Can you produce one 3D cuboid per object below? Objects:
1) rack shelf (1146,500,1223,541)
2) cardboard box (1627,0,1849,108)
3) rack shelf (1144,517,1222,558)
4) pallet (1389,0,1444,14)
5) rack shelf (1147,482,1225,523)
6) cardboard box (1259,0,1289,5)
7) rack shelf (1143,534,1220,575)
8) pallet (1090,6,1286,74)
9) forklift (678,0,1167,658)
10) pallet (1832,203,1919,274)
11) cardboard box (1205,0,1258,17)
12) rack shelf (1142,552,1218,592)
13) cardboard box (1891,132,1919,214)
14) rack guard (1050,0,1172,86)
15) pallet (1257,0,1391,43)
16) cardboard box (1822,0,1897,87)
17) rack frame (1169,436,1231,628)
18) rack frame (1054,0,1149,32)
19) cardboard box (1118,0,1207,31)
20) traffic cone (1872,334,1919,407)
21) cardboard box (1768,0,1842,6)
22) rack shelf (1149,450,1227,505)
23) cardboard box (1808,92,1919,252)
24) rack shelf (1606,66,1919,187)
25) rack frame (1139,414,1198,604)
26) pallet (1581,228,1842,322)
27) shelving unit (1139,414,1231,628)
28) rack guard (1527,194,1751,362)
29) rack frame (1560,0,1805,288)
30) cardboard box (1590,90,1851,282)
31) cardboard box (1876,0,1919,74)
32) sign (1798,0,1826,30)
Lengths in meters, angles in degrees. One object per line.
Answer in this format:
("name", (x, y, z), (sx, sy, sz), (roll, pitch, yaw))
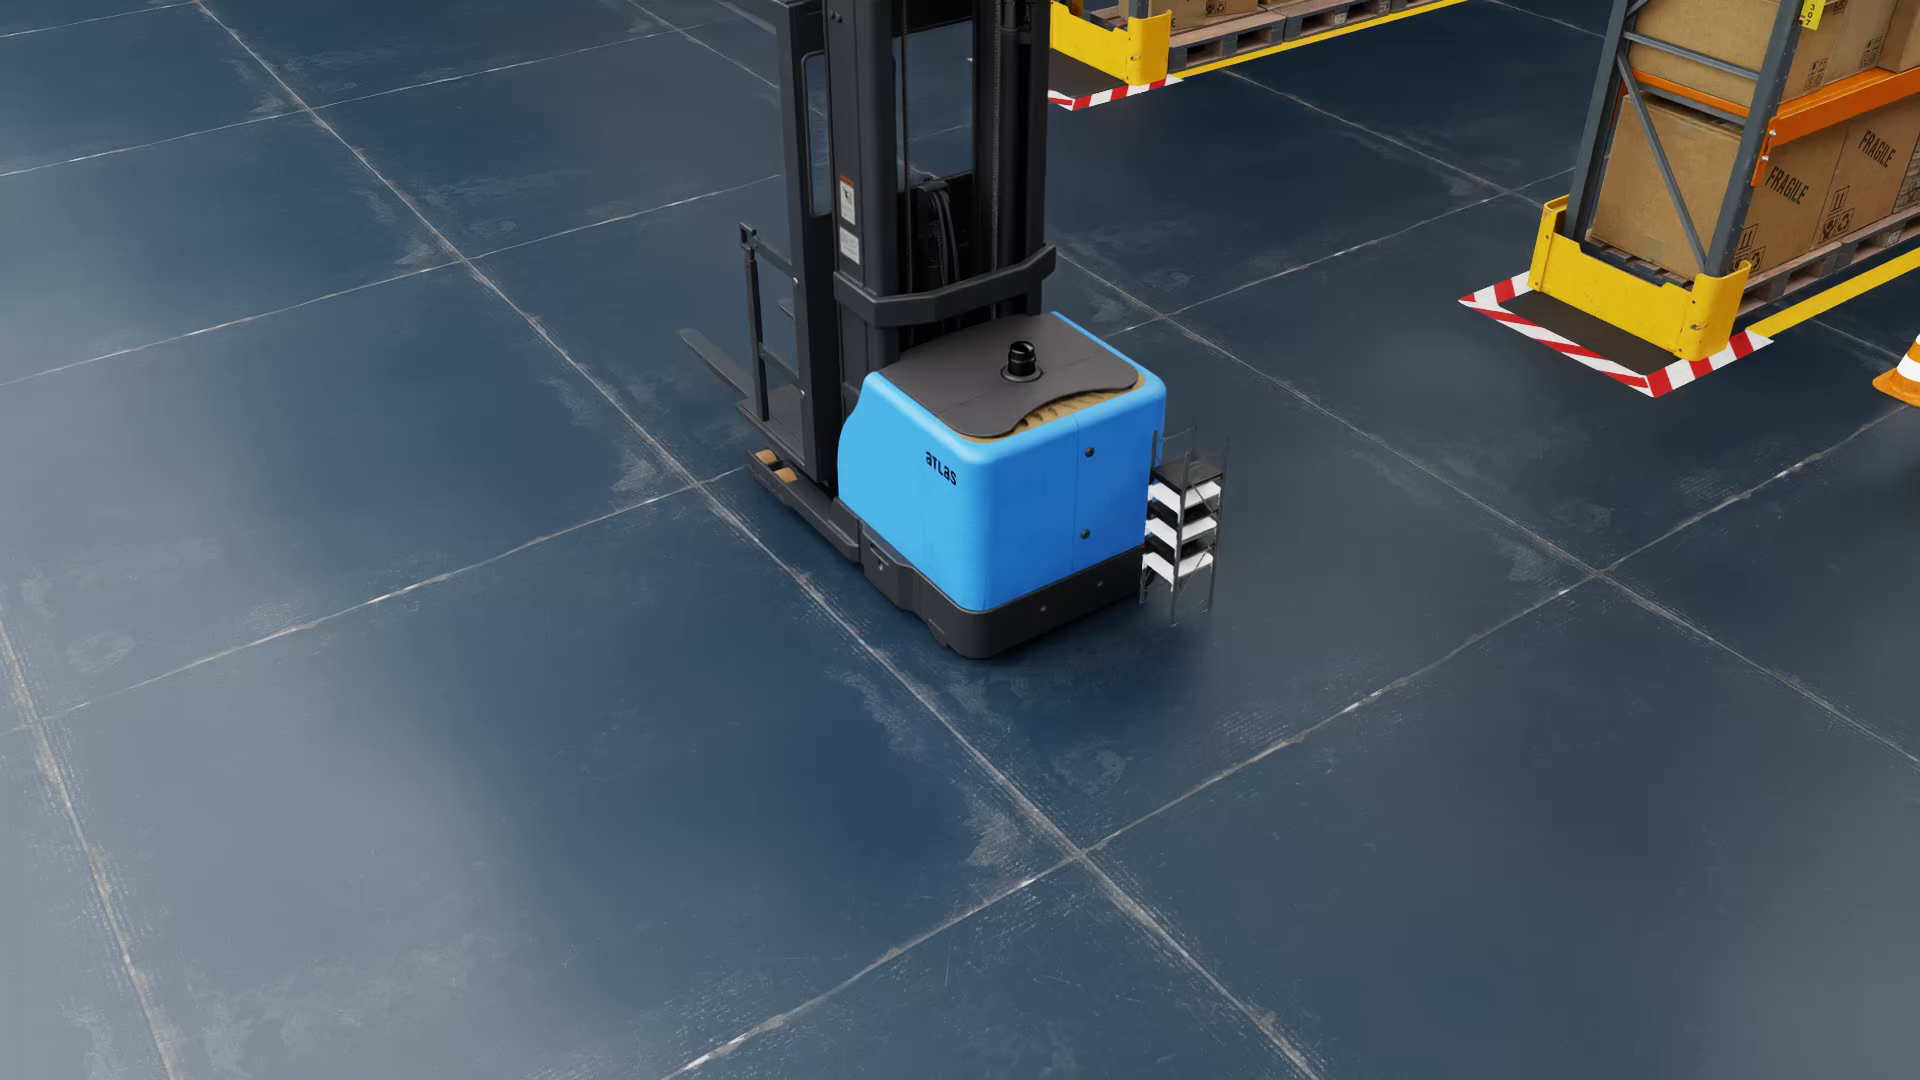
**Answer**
("rack shelf", (0.951, -0.117, 7.046), (0.258, 0.077, 0.200), (-22, 41, -27))
("cardboard box", (4.110, -2.732, 8.852), (0.550, 0.550, 0.875), (-22, 41, -28))
("rack shelf", (0.951, -0.044, 7.098), (0.258, 0.077, 0.200), (-22, 41, -27))
("pallet", (3.799, -4.897, 14.378), (1.213, 0.211, 1.003), (-22, 41, -28))
("rack shelf", (0.951, -0.190, 6.993), (0.258, 0.077, 0.200), (-22, 41, -27))
("cardboard box", (2.570, -4.703, 13.501), (0.500, 0.500, 0.500), (-18, 40, -24))
("rack shelf", (0.951, 0.029, 7.151), (0.258, 0.077, 0.200), (-22, 41, -27))
("pallet", (1.805, -4.076, 13.237), (1.213, 0.211, 1.003), (-22, 41, -28))
("forklift", (-0.381, -1.514, 7.344), (1.130, 2.935, 3.031), (-22, 41, -27))
("pallet", (5.438, -2.107, 10.499), (1.213, 0.211, 1.003), (-22, 41, -28))
("cardboard box", (2.047, -4.501, 13.221), (0.500, 0.500, 0.500), (-12, 37, -16))
("rack shelf", (0.951, 0.102, 7.203), (0.258, 0.077, 0.200), (-22, 41, -27))
("cardboard box", (5.813, -2.695, 10.389), (0.875, 0.875, 0.875), (-22, 41, -28))
("rack guard", (1.120, -3.937, 12.796), (0.348, 0.500, 1.175), (-22, 41, -28))
("pallet", (2.801, -4.484, 13.804), (1.213, 0.211, 1.003), (-22, 41, -28))
("cardboard box", (4.547, -2.928, 9.123), (0.550, 0.550, 0.875), (-22, 41, -28))
("rack frame", (1.008, -0.022, 7.010), (0.240, 0.900, 0.006), (-22, 41, -27))
("rack frame", (1.058, -4.926, 12.031), (0.127, 3.000, 1.000), (-22, 41, -28))
("cardboard box", (1.578, -4.284, 12.919), (0.500, 0.500, 0.500), (-15, 38, -20))
("traffic cone", (5.085, -0.996, 8.739), (0.334, 0.463, 0.336), (-22, 41, -28))
("cardboard box", (4.158, -3.131, 8.481), (0.550, 0.550, 0.875), (-22, 41, -28))
("rack shelf", (0.951, -0.264, 6.940), (0.258, 0.077, 0.200), (-22, 41, -27))
("cardboard box", (5.067, -2.390, 9.963), (0.875, 0.875, 0.875), (-23, 42, -29))
("rack shelf", (5.467, -2.906, 9.837), (4.000, 0.370, 1.077), (-22, 41, -28))
("rack frame", (0.894, -0.121, 7.147), (0.240, 0.900, 0.006), (-22, 41, -27))
("pallet", (4.441, -1.699, 9.932), (1.213, 0.211, 1.003), (-22, 41, -28))
("shelving unit", (0.951, -0.071, 7.079), (0.258, 0.900, 0.210), (-22, 41, -27))
("rack guard", (3.813, -1.502, 9.410), (0.348, 0.500, 1.175), (-22, 41, -28))
("rack frame", (3.833, -2.525, 8.692), (0.127, 3.000, 1.000), (-22, 41, -28))
("cardboard box", (4.349, -2.093, 9.551), (0.875, 0.875, 0.875), (-22, 41, -28))
("cardboard box", (5.077, -3.056, 9.302), (0.550, 0.550, 0.875), (-22, 41, -28))
("sign", (4.147, -2.642, 8.045), (0.005, 0.325, 0.100), (-22, 41, -28))
